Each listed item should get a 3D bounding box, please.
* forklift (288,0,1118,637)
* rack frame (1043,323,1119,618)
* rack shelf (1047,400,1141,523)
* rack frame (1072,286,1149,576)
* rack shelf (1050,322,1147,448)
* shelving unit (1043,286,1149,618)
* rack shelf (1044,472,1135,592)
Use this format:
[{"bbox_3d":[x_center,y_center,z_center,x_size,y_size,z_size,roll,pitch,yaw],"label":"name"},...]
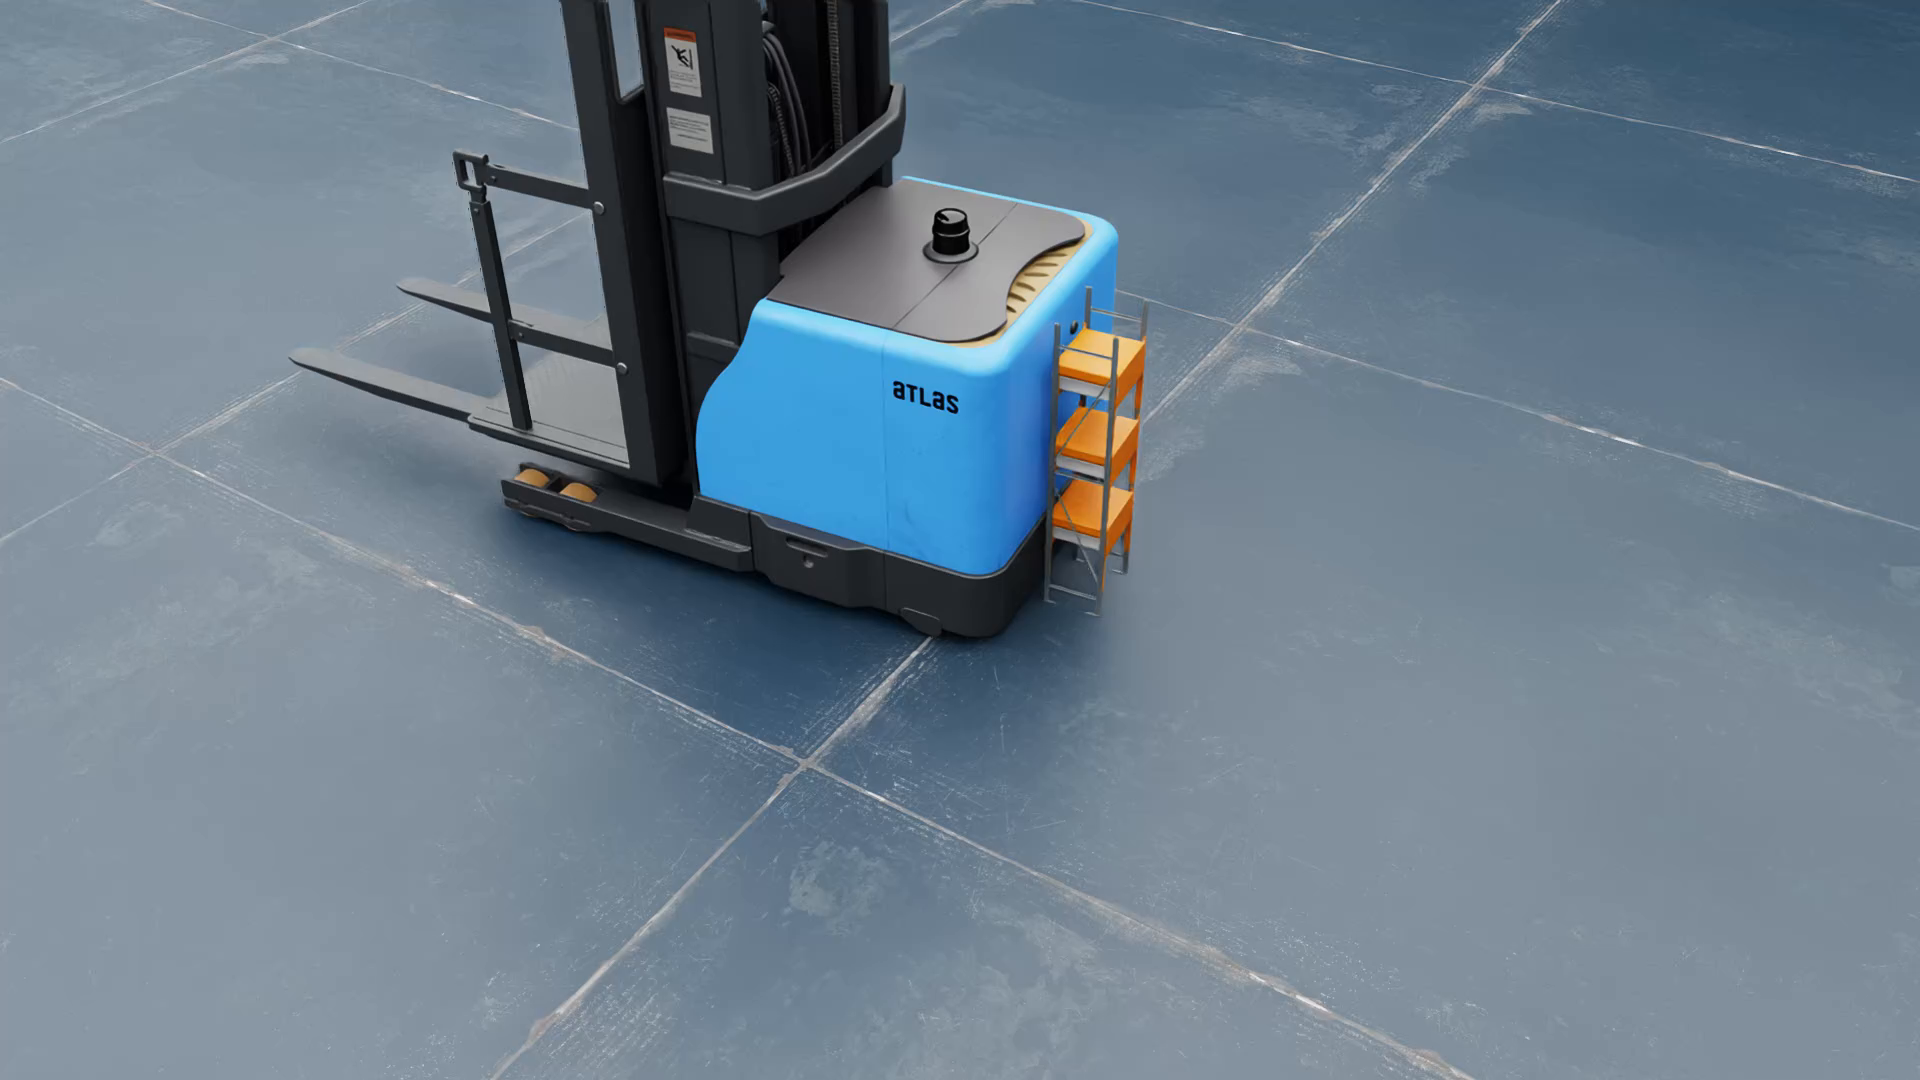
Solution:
[{"bbox_3d":[-1.035,-1.463,5.247,3.031,2.935,1.130,16,41,20],"label":"forklift"},{"bbox_3d":[0.367,-0.189,5.136,0.200,1.050,0.008,16,41,20],"label":"rack frame"},{"bbox_3d":[0.420,-0.248,5.230,0.215,0.259,0.240,16,41,20],"label":"rack shelf"},{"bbox_3d":[0.472,-0.324,5.310,0.200,1.050,0.008,16,41,20],"label":"rack frame"},{"bbox_3d":[0.420,-0.473,5.056,0.215,0.259,0.240,16,41,20],"label":"rack shelf"},{"bbox_3d":[0.420,-0.257,5.223,0.215,1.050,0.252,16,41,20],"label":"shelving unit"},{"bbox_3d":[0.420,-0.028,5.399,0.215,0.259,0.240,16,41,20],"label":"rack shelf"}]
